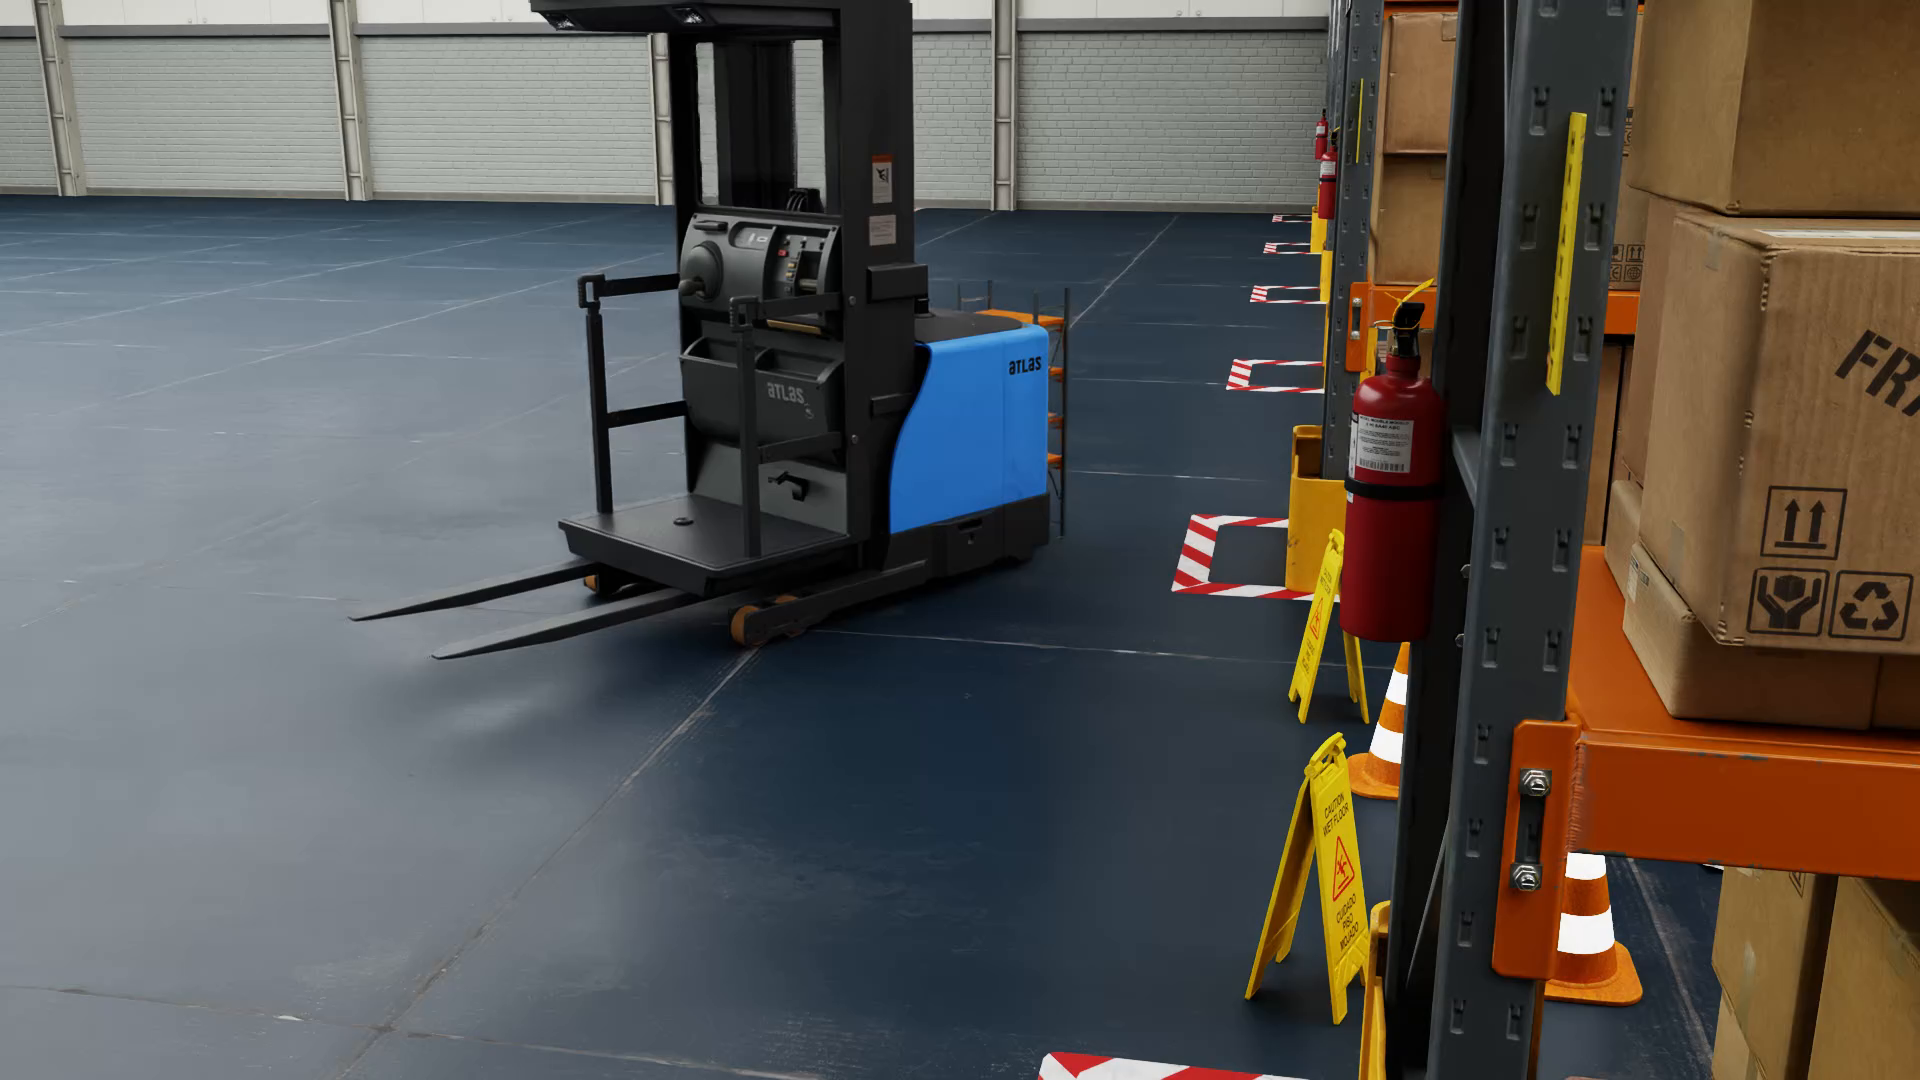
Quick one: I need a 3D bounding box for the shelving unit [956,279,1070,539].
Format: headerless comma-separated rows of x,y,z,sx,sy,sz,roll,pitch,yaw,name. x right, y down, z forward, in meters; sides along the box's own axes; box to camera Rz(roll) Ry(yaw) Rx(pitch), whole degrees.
0.246,-0.615,7.961,0.503,1.200,0.258,14,21,42,shelving unit

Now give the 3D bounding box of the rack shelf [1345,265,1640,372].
3.675,-0.912,7.014,4.000,0.370,1.077,3,16,11,rack shelf

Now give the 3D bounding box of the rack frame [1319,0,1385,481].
1.715,-1.365,7.302,0.127,3.000,1.000,3,16,11,rack frame

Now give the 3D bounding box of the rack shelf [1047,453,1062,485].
0.245,-0.358,8.031,0.480,0.148,0.258,14,21,42,rack shelf

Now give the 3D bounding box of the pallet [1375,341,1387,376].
3.666,-1.257,12.135,1.213,0.211,1.003,3,16,11,pallet

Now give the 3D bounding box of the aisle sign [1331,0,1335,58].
4.774,-6.582,21.264,0.004,0.787,0.394,3,16,11,aisle sign

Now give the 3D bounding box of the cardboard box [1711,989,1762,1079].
1.697,1.032,3.013,0.500,0.250,0.500,3,16,11,cardboard box

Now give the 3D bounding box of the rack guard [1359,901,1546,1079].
0.902,1.144,2.927,0.348,0.500,1.175,3,16,11,rack guard

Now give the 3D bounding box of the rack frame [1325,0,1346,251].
3.789,-3.953,16.644,0.127,3.000,1.000,3,16,11,rack frame

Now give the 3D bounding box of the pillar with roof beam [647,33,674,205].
-5.995,-9.137,24.120,0.400,9.000,9.100,3,16,11,pillar with roof beam

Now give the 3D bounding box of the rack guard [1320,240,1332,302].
3.873,-2.757,17.007,0.348,0.500,1.175,3,16,11,rack guard

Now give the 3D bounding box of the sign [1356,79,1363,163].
1.599,-1.676,6.653,0.005,0.325,0.100,3,16,11,sign

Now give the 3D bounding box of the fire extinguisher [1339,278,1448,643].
0.807,-0.154,3.075,0.183,0.674,0.296,3,16,11,fire extinguisher

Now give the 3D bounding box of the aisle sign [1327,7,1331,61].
5.633,-7.723,25.383,0.004,0.787,0.394,3,16,11,aisle sign

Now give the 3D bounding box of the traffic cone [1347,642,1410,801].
1.394,0.535,5.195,0.334,0.463,0.336,3,16,11,traffic cone

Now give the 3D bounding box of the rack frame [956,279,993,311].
0.070,-0.660,8.124,0.015,1.200,0.240,14,21,42,rack frame

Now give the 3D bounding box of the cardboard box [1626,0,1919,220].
1.372,-0.768,2.529,0.500,0.500,0.700,3,16,10,cardboard box

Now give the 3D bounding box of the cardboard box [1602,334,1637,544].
3.255,-0.479,7.294,0.875,0.875,0.875,3,16,10,cardboard box

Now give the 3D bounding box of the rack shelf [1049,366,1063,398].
0.246,-0.766,7.919,0.480,0.148,0.258,14,21,42,rack shelf

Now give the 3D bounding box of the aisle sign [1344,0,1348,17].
1.705,-2.700,7.252,0.004,0.787,0.394,3,16,11,aisle sign

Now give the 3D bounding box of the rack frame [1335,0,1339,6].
4.780,-8.140,20.520,0.127,3.000,1.000,3,16,11,rack frame

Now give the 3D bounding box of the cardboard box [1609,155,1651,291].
2.631,-1.406,7.168,0.550,0.550,0.875,3,16,11,cardboard box

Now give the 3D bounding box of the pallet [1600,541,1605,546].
2.514,0.001,7.594,1.213,0.211,1.003,3,16,11,pallet

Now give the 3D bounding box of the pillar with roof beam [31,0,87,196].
-17.755,-9.775,26.425,0.400,9.000,9.100,3,16,11,pillar with roof beam

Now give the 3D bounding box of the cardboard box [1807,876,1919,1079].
1.586,0.813,2.398,0.500,0.500,0.500,3,16,9,cardboard box

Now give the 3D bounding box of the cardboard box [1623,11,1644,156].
2.628,-1.923,7.011,0.550,0.550,0.875,3,16,11,cardboard box

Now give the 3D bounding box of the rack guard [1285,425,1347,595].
1.691,-0.162,7.640,0.348,0.500,1.175,3,16,11,rack guard

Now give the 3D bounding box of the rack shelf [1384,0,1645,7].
4.762,-3.650,11.278,4.000,0.370,1.077,3,16,11,rack shelf

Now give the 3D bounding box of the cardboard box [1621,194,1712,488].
1.414,-0.300,2.710,0.500,0.500,0.500,3,16,10,cardboard box

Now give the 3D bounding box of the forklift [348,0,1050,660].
-0.971,-1.144,6.633,1.130,2.935,3.031,14,21,42,forklift

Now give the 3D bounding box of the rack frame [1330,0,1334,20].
5.764,-9.436,25.199,0.127,3.000,1.000,3,16,11,rack frame

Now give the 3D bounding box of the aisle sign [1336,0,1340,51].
3.778,-5.287,16.591,0.004,0.787,0.394,3,16,11,aisle sign

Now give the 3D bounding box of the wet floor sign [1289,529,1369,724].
1.292,0.286,5.752,0.232,0.644,0.267,0,15,1,wet floor sign

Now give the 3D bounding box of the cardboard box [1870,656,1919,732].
1.370,0.138,2.345,0.250,0.149,0.380,3,16,12,cardboard box
